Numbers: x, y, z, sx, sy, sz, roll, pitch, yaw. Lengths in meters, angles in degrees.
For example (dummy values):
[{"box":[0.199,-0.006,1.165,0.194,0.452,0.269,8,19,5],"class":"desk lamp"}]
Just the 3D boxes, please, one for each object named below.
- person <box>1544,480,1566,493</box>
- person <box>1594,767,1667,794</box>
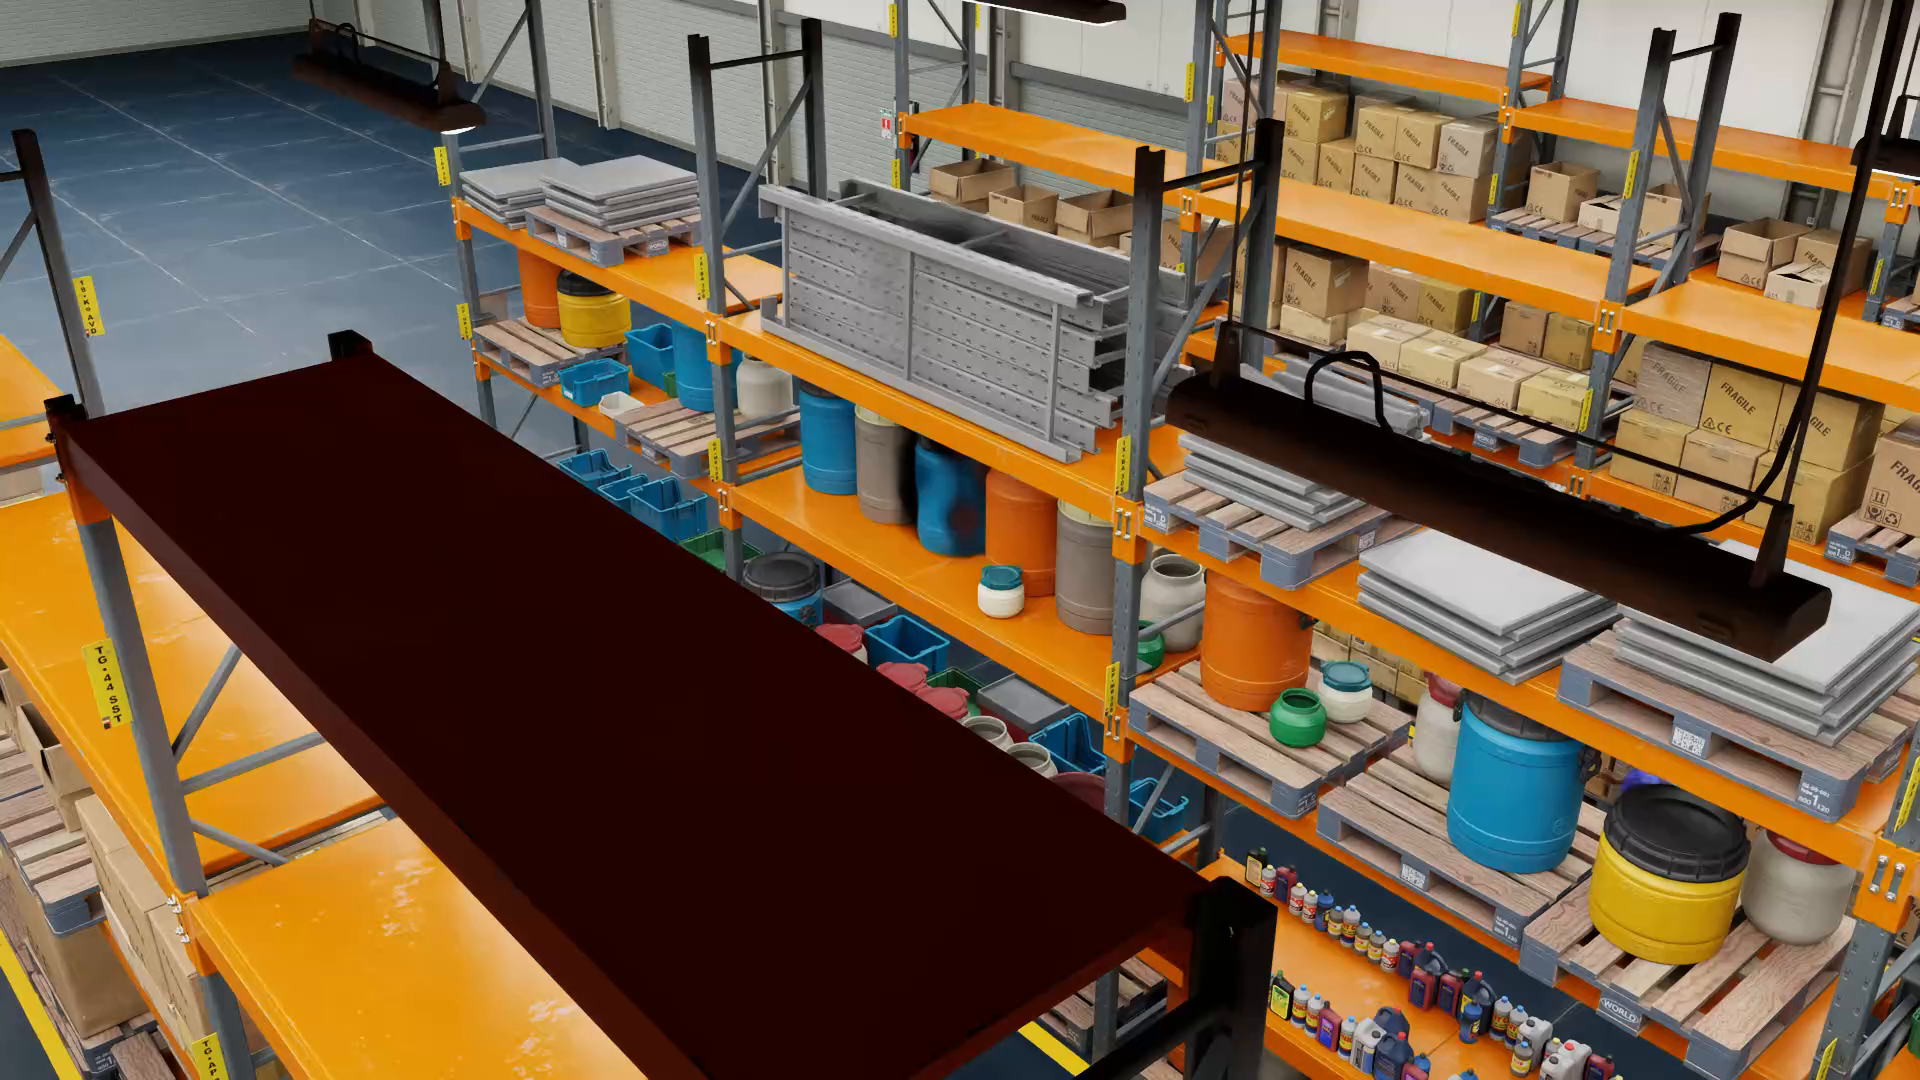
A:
[{"box":[5.571,-0.006,15.738,0.522,1.738,0.847,-23,35,-37],"class":"person"},{"box":[4.741,1.990,11.494,0.539,1.562,0.865,-24,35,-38],"class":"person"}]
